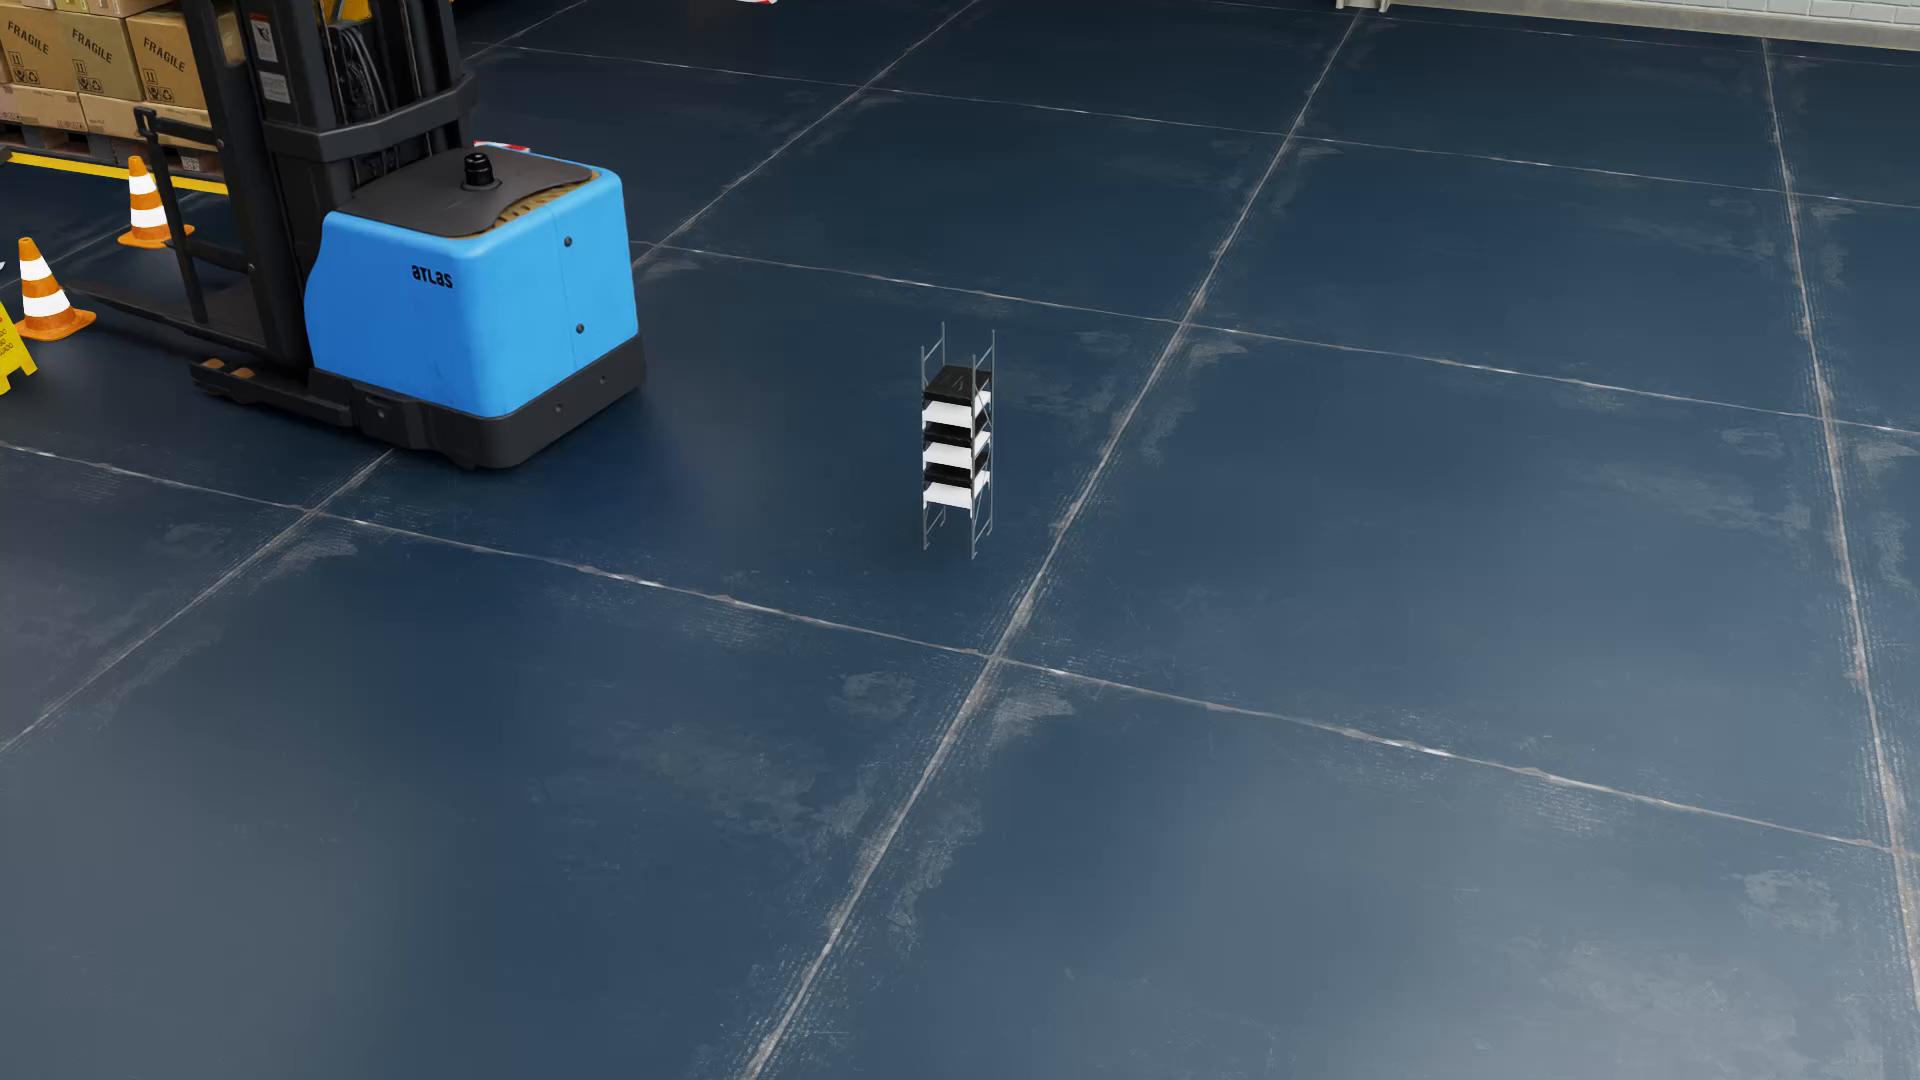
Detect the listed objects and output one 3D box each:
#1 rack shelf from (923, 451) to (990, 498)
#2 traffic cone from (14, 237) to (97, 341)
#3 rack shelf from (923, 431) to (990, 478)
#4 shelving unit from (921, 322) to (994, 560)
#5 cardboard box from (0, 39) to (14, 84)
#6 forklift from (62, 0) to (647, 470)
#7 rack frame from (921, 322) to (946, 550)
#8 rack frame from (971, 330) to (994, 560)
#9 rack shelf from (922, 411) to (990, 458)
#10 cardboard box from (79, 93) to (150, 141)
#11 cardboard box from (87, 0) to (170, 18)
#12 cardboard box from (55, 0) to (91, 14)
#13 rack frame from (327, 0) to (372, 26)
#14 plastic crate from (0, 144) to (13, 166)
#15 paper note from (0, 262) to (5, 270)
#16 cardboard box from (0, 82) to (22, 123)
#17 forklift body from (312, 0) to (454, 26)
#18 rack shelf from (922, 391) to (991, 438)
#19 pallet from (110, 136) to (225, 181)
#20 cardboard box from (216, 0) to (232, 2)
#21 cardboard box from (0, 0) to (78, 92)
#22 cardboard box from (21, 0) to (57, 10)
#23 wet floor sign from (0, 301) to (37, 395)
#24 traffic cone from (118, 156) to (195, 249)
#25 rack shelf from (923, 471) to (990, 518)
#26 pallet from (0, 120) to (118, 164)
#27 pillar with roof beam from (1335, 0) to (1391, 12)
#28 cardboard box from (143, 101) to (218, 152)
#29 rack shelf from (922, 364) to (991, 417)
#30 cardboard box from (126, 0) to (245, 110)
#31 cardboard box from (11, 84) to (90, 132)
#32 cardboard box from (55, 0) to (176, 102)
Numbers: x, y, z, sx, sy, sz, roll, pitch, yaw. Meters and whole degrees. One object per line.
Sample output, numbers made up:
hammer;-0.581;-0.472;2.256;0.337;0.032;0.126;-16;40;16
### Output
rack shelf;-0.008;-0.276;6.575;0.200;0.077;0.258;11;34;16
traffic cone;-4.601;-1.287;8.316;0.334;0.463;0.336;11;34;16
rack shelf;-0.008;-0.352;6.526;0.200;0.077;0.258;11;34;16
shelving unit;-0.008;-0.380;6.508;0.210;0.900;0.258;11;34;16
cardboard box;-6.013;-3.196;10.391;0.500;0.500;0.500;13;35;19
forklift;-3.010;-2.095;7.293;3.031;2.935;1.130;16;36;24
rack frame;-0.103;-0.398;6.537;0.006;0.900;0.240;11;34;16
rack frame;0.088;-0.361;6.479;0.006;0.900;0.240;11;34;16
rack shelf;-0.008;-0.427;6.477;0.200;0.077;0.258;11;34;16
cardboard box;-5.044;-2.692;10.302;0.500;0.250;0.500;11;34;17
cardboard box;-4.917;-3.217;9.825;0.250;0.149;0.380;12;35;18
cardboard box;-5.153;-3.264;9.899;0.250;0.149;0.380;12;35;17
rack frame;-3.707;-3.561;9.501;0.127;3.000;1.000;11;34;16
plastic crate;-6.271;-2.361;10.333;0.583;0.080;0.402;0;33;0
paper note;-5.268;-1.471;9.000;0.142;0.019;0.148;0;33;0
cardboard box;-6.002;-2.881;10.595;0.500;0.250;0.500;11;34;16
forklift body;-4.436;-5.155;12.752;1.214;2.155;2.313;11;34;16
rack shelf;-0.008;-0.503;6.429;0.200;0.077;0.258;11;34;16
pallet;-4.531;-2.571;10.537;1.213;0.211;1.003;11;34;16
cardboard box;-4.396;-3.191;10.383;0.500;0.500;0.500;10;34;15
cardboard box;-5.514;-3.101;10.244;0.500;0.500;0.500;10;34;15
cardboard box;-5.400;-3.313;9.975;0.250;0.149;0.380;12;35;19
wet floor sign;-4.587;-1.032;7.753;0.232;0.644;0.267;5;33;8
traffic cone;-4.547;-1.916;9.290;0.334;0.463;0.336;11;34;16
rack shelf;-0.008;-0.200;6.624;0.200;0.077;0.258;11;34;16
pallet;-5.676;-2.795;10.884;1.213;0.211;1.003;11;34;16
pillar with roof beam;1.809;-5.908;7.605;0.400;9.000;9.100;11;34;16
cardboard box;-4.581;-2.598;10.156;0.500;0.250;0.500;11;34;16
rack shelf;-0.008;-0.578;6.380;0.200;0.077;0.258;11;34;16
cardboard box;-4.549;-2.911;9.950;0.500;0.500;0.500;11;35;17
cardboard box;-5.538;-2.785;10.446;0.500;0.250;0.500;10;34;15
cardboard box;-5.042;-3.005;10.095;0.500;0.500;0.500;12;35;18
